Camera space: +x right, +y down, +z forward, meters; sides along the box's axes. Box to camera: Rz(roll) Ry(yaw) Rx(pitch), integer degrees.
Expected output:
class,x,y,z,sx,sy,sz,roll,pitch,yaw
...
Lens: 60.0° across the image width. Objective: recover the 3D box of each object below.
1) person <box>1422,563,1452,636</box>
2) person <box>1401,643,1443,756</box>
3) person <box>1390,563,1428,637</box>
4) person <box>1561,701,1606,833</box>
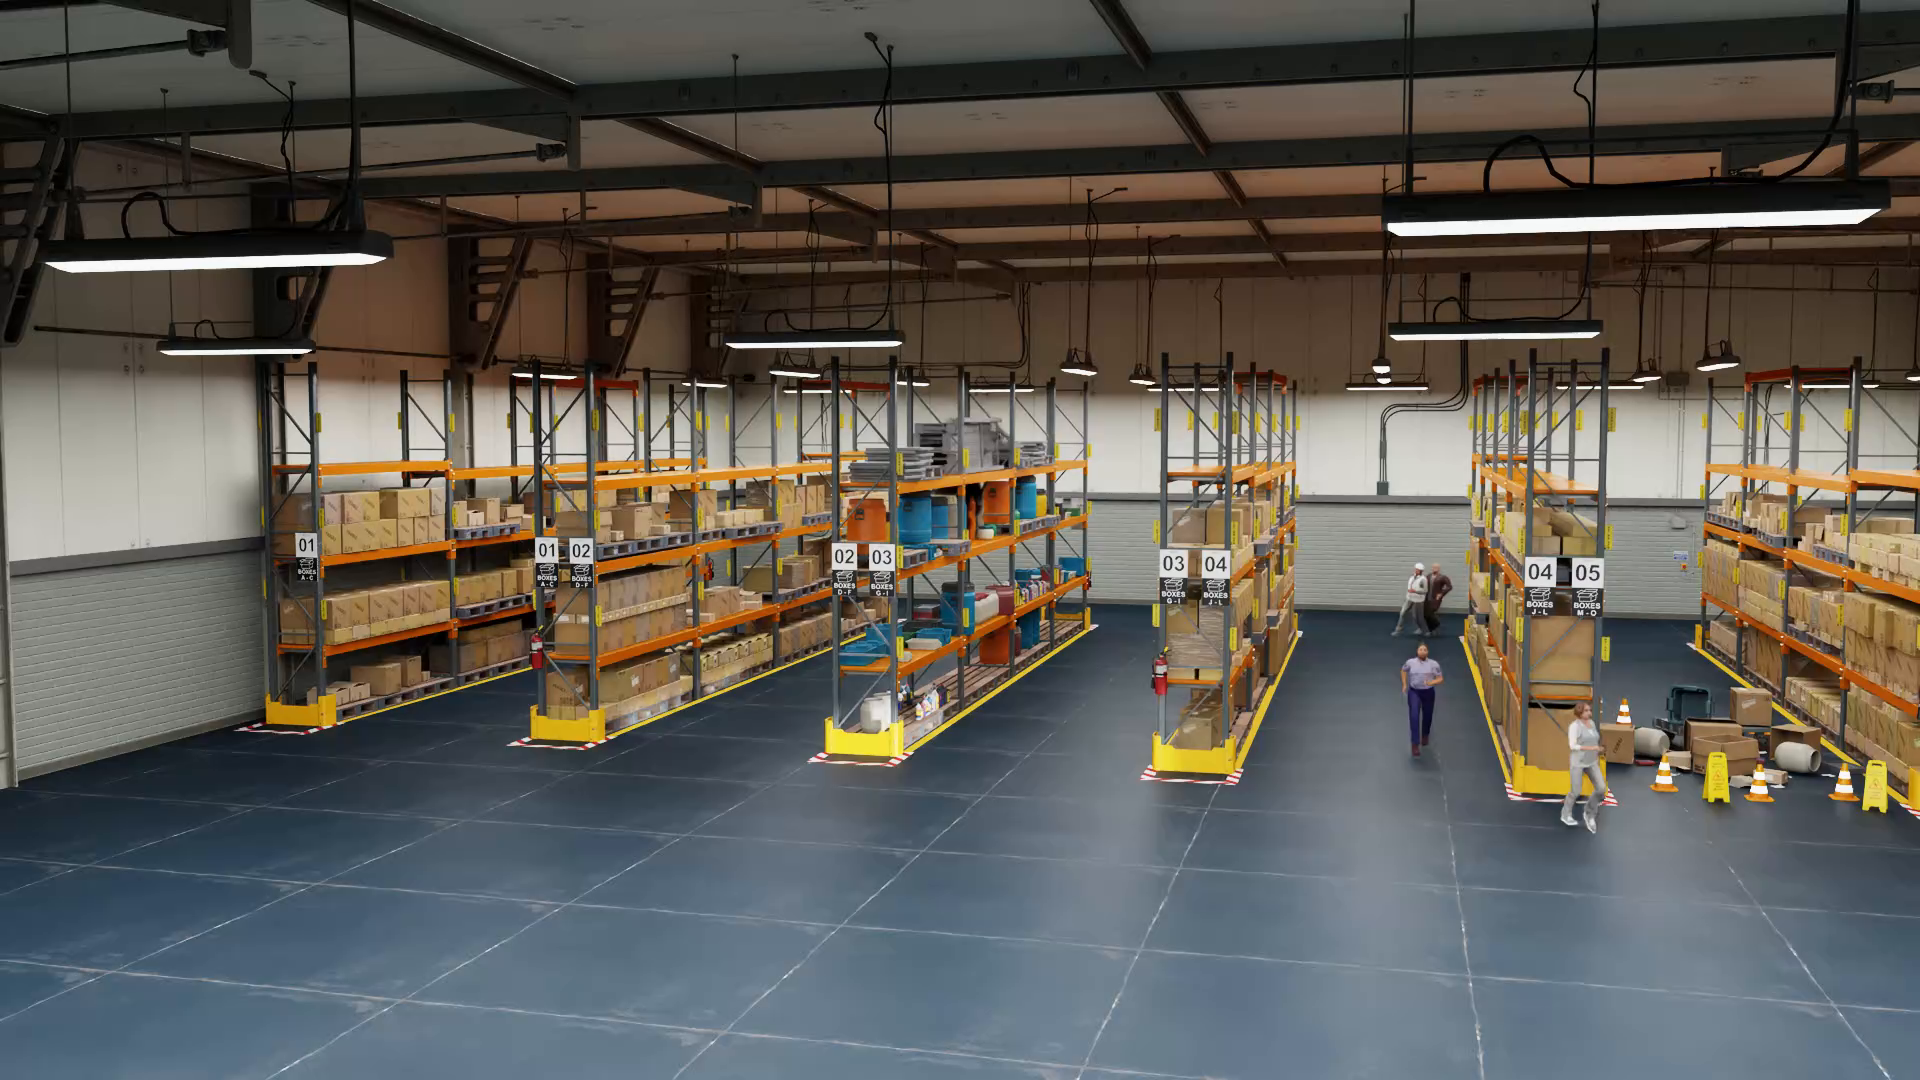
class,x,y,z,sx,sy,sz,roll,pitch,yaw
person,11.060,1.405,38.880,0.656,1.728,0.724,-2,5,-31
person,7.014,2.393,25.269,0.610,1.645,0.896,1,4,14
person,10.623,1.399,38.794,0.876,1.731,0.768,-3,5,-33
person,7.644,2.772,20.348,0.508,1.611,0.672,-1,4,-20
